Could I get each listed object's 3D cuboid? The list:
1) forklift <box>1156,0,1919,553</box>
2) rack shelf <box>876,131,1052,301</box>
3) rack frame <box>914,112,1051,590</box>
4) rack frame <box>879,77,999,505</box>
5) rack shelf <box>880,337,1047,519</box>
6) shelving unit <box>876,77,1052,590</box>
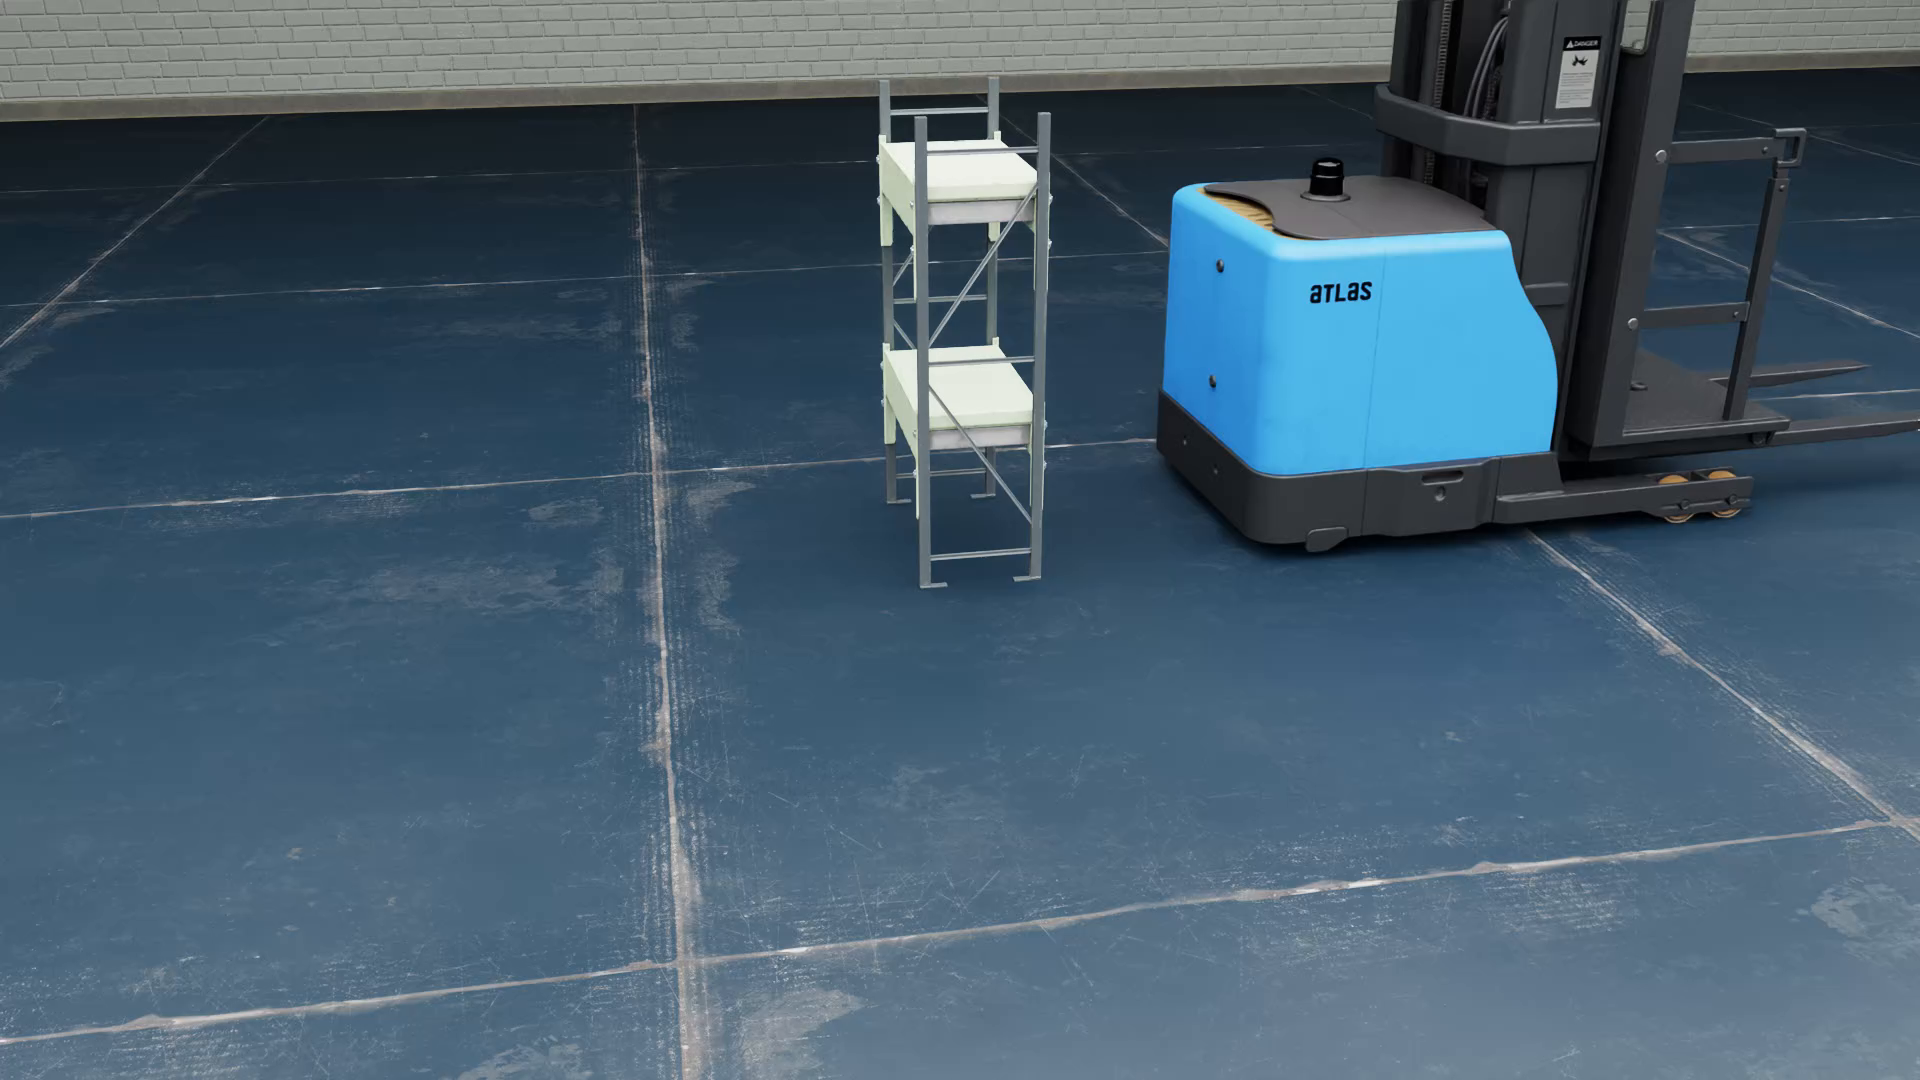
[{"bbox_3d":[2.326,-1.602,5.755,3.031,2.935,1.130,-6,24,-13],"label":"forklift"},{"bbox_3d":[-0.001,-1.048,5.300,0.431,0.370,0.720,-4,24,-10],"label":"rack shelf"},{"bbox_3d":[0.066,-0.546,5.126,0.400,1.500,0.023,-4,24,-10],"label":"rack frame"},{"bbox_3d":[-0.069,-0.834,5.785,0.400,1.500,0.023,-4,24,-10],"label":"rack frame"},{"bbox_3d":[-0.001,-0.391,5.586,0.431,0.370,0.720,-4,24,-10],"label":"rack shelf"},{"bbox_3d":[-0.001,-0.690,5.456,0.431,1.500,0.755,-4,24,-10],"label":"shelving unit"}]
